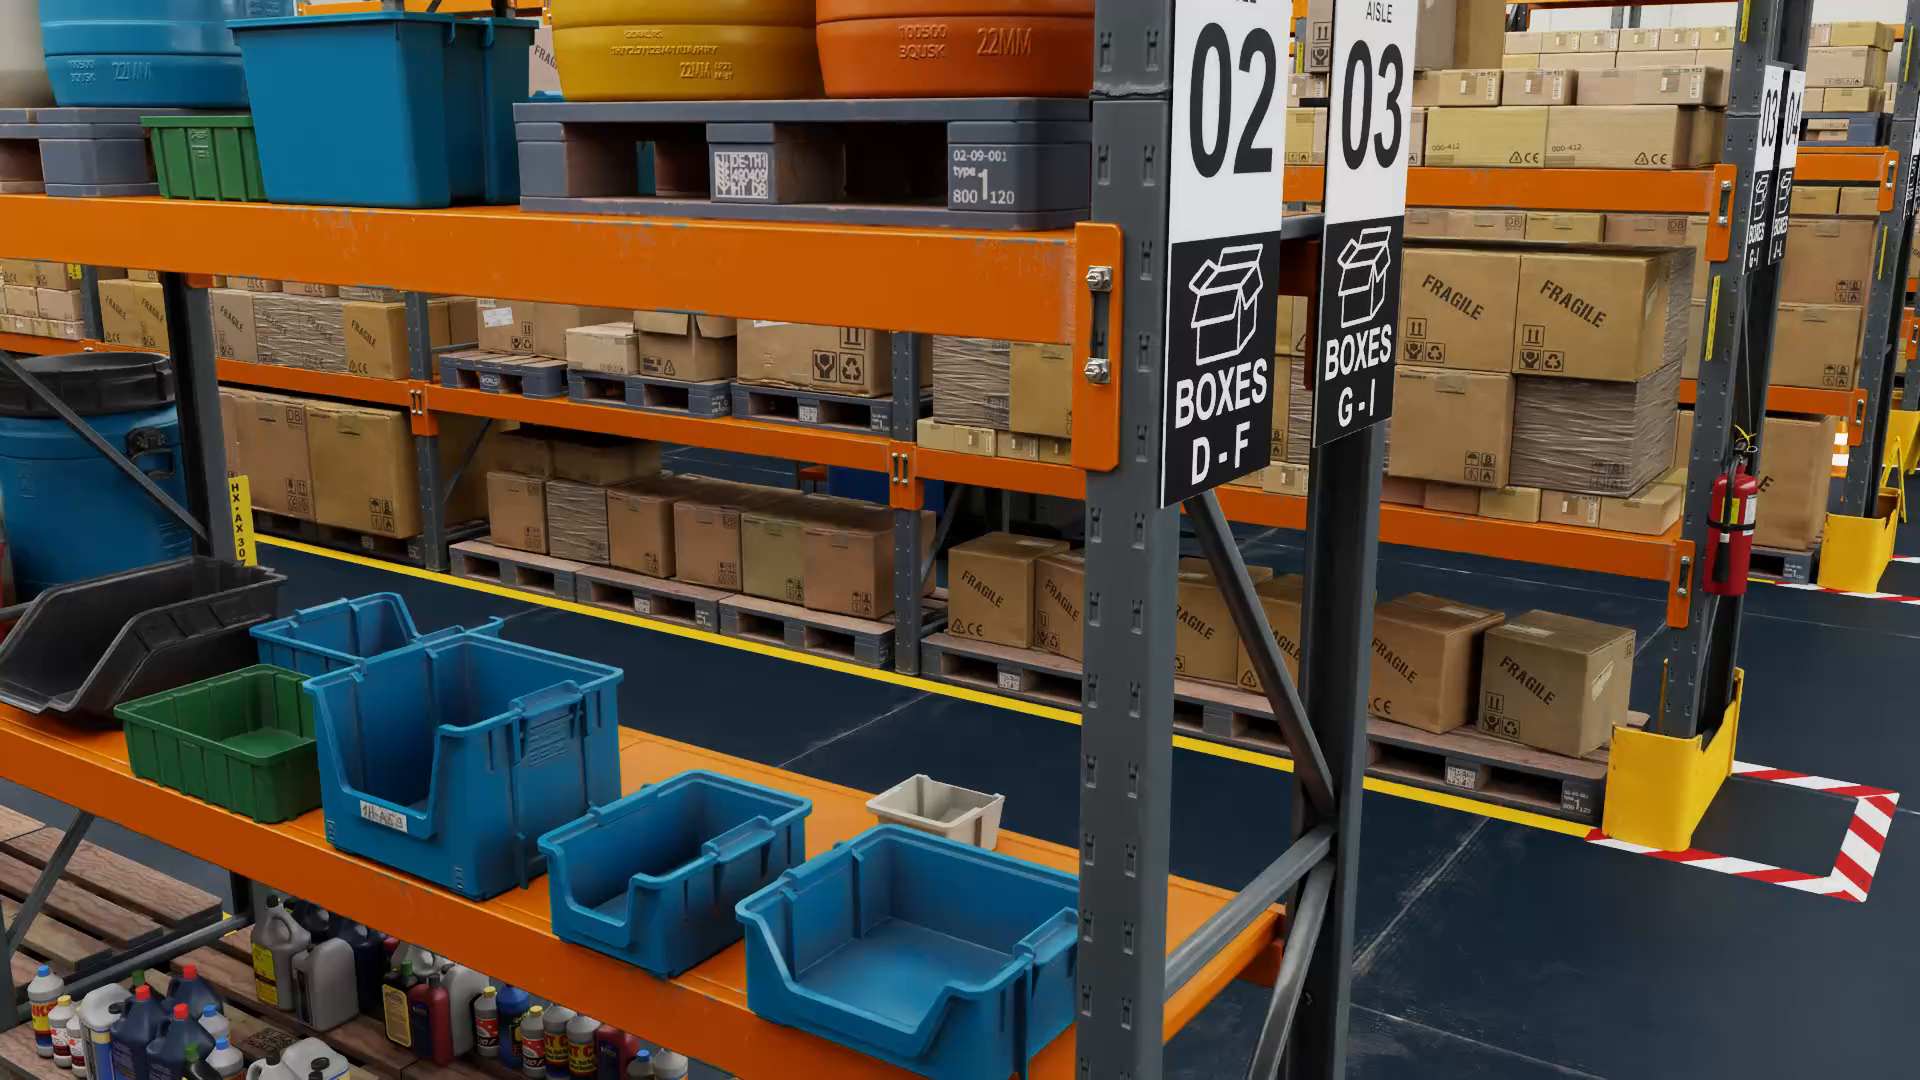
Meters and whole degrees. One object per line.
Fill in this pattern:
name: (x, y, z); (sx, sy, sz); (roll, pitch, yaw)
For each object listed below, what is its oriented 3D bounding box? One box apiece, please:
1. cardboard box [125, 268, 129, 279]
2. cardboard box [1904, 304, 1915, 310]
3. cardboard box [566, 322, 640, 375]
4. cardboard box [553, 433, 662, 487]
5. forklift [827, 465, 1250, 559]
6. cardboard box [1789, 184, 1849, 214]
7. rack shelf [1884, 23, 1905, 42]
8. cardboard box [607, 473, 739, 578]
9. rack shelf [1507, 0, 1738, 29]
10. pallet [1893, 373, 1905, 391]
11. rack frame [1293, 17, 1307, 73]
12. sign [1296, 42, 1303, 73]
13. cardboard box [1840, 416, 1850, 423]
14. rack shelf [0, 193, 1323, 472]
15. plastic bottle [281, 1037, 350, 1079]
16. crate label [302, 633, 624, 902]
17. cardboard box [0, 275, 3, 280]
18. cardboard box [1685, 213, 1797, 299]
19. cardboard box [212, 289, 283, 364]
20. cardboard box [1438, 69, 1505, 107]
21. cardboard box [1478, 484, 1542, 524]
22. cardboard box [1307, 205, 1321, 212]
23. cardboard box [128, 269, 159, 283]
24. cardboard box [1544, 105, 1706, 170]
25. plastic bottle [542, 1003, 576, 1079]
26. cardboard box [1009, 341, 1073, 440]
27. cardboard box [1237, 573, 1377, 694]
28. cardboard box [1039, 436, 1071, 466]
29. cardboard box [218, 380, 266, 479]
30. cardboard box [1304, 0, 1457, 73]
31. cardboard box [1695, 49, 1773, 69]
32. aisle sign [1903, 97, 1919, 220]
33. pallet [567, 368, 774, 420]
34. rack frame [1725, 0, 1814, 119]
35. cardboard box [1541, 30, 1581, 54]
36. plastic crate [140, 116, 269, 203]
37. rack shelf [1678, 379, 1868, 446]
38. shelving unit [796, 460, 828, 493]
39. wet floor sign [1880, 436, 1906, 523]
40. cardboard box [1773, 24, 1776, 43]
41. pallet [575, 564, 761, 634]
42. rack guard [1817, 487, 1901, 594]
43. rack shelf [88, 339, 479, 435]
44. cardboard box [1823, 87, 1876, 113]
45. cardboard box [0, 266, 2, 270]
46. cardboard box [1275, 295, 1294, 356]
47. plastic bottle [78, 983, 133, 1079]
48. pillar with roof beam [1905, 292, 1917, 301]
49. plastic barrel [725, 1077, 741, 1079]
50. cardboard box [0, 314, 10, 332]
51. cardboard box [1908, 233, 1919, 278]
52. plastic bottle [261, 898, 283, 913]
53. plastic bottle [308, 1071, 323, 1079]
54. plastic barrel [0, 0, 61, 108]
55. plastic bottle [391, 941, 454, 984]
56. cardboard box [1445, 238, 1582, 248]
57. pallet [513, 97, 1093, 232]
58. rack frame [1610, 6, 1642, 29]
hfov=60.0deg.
cardboard box: (-6.928, -2.424, 14.004); (0.500, 0.500, 0.500); (9, 17, 33)
cardboard box: (11.026, -2.584, 19.286); (0.500, 0.250, 0.500); (10, 17, 35)
cardboard box: (-2.092, -1.197, 10.354); (0.500, 0.250, 0.500); (9, 16, 31)
cardboard box: (-2.335, -0.548, 11.019); (0.500, 0.250, 0.500); (12, 18, 39)
forklift: (0.533, -1.344, 11.655); (3.031, 2.935, 1.130); (8, 16, 30)
cardboard box: (7.854, -3.012, 15.341); (0.500, 0.500, 0.700); (9, 17, 33)
rack shelf: (9.923, -5.867, 19.625); (4.000, 0.370, 1.077); (9, 17, 33)
cardboard box: (-1.845, -0.104, 10.789); (0.500, 0.500, 0.700); (11, 18, 37)
rack shelf: (7.156, -5.069, 15.577); (4.000, 0.370, 1.077); (9, 17, 33)
pallet: (10.924, -1.970, 19.844); (1.213, 0.211, 1.003); (9, 17, 33)
rack frame: (2.817, -4.688, 12.532); (0.127, 3.000, 1.000); (9, 17, 33)
sign: (2.522, -3.526, 12.350); (0.005, 0.325, 0.100); (9, 17, 33)
cardboard box: (8.300, -1.272, 16.068); (0.500, 0.250, 0.500); (9, 17, 32)
rack shelf: (-1.139, -0.651, 3.966); (4.000, 0.370, 1.077); (9, 17, 33)
plastic bottle: (-1.790, 1.536, 4.627); (0.135, 0.276, 0.152); (9, 17, 33)
crate label: (-1.158, 0.514, 3.931); (0.616, 0.435, 0.502); (9, 17, 33)
cardboard box: (-8.459, -2.157, 14.489); (0.500, 0.250, 0.500); (9, 16, 32)
cardboard box: (5.342, -1.949, 11.394); (0.550, 0.550, 0.875); (9, 17, 33)
cardboard box: (-5.166, -1.607, 12.365); (0.500, 0.500, 0.500); (10, 17, 34)
cardboard box: (2.219, -1.917, 7.067); (0.250, 0.149, 0.380); (9, 17, 33)
cardboard box: (2.489, -0.196, 7.394); (0.250, 0.149, 0.380); (9, 17, 33)
cardboard box: (3.104, -2.316, 12.878); (0.550, 0.550, 0.875); (9, 17, 33)
cardboard box: (-6.138, -2.324, 13.175); (0.637, 0.503, 0.797); (9, 16, 31)
cardboard box: (2.742, -1.661, 6.860); (0.500, 0.250, 0.500); (10, 17, 34)
plastic bottle: (-1.178, 1.470, 4.905); (0.097, 0.271, 0.097); (0, 14, 0)
cardboard box: (0.699, -0.846, 8.672); (0.500, 0.500, 0.875); (9, 17, 33)
cardboard box: (1.751, 0.498, 8.398); (0.500, 0.500, 0.500); (11, 18, 38)
cardboard box: (0.612, -0.494, 8.597); (0.250, 0.149, 0.380); (9, 17, 33)
cardboard box: (-5.389, -0.844, 13.038); (0.875, 0.875, 1.225); (9, 16, 31)
cardboard box: (1.857, -2.313, 7.314); (0.500, 0.500, 0.500); (9, 17, 33)
cardboard box: (5.160, -3.096, 10.957); (0.500, 0.250, 0.500); (9, 17, 33)
aisle sign: (6.028, -2.432, 10.494); (0.004, 0.787, 0.394); (9, 17, 33)
pallet: (-1.688, -0.986, 10.463); (1.213, 0.211, 1.003); (9, 17, 33)
rack frame: (3.284, -3.176, 6.425); (0.127, 3.000, 1.000); (9, 17, 33)
cardboard box: (4.192, -3.428, 11.470); (0.250, 0.149, 0.380); (9, 17, 33)
plastic crate: (-1.642, -0.900, 3.914); (0.450, 0.188, 0.336); (9, 17, 33)
rack shelf: (4.477, -1.158, 12.256); (4.000, 0.370, 1.077); (9, 17, 33)
shelving unit: (-0.988, -0.729, 12.767); (0.503, 1.200, 0.258); (8, 16, 31)
wet floor sign: (7.265, -0.487, 12.948); (0.232, 0.644, 0.267); (6, 15, 23)
cardboard box: (5.248, -3.258, 10.782); (0.250, 0.149, 0.380); (10, 17, 34)
pallet: (-1.698, 0.286, 10.729); (1.213, 0.211, 1.003); (9, 17, 33)
rack guard: (6.156, -0.022, 11.374); (0.348, 0.500, 1.175); (9, 17, 33)
rack shelf: (-5.013, -1.256, 12.650); (4.000, 0.370, 1.077); (9, 17, 33)
cardboard box: (5.671, -2.803, 10.601); (0.250, 0.149, 0.380); (9, 17, 33)
cardboard box: (-9.021, -2.401, 15.472); (0.500, 0.250, 0.500); (9, 16, 32)
cardboard box: (1.448, -1.169, 7.894); (0.500, 0.500, 0.500); (9, 17, 33)
plastic bottle: (-2.496, 1.464, 4.919); (0.135, 0.276, 0.152); (10, 17, 35)
pillar with roof beam: (9.105, -5.557, 16.043); (0.400, 9.000, 9.100); (9, 17, 33)
plastic barrel: (-0.485, 1.587, 3.971); (0.421, 0.512, 0.421); (0, 14, 0)
cardboard box: (-7.963, -1.865, 14.136); (0.250, 0.149, 0.380); (10, 17, 34)
cardboard box: (11.027, -3.292, 19.171); (0.500, 0.500, 0.500); (9, 16, 32)
plastic bottle: (-2.324, 1.319, 5.661); (0.097, 0.201, 0.097); (0, 14, 0)
plastic bottle: (-1.697, 1.558, 4.384); (0.185, 0.351, 0.144); (10, 17, 35)
plastic barrel: (-2.551, -1.430, 4.508); (0.421, 0.512, 0.421); (0, 14, 0)
plastic bottle: (-1.677, 1.358, 5.193); (0.185, 0.351, 0.144); (9, 17, 32)
cardboard box: (2.569, -1.138, 7.772); (0.500, 0.500, 0.500); (9, 17, 33)
pallet: (-0.112, -0.771, 3.346); (1.213, 0.211, 1.003); (9, 17, 33)
rack frame: (8.263, -6.678, 20.574); (0.127, 3.000, 1.000); (9, 17, 33)
